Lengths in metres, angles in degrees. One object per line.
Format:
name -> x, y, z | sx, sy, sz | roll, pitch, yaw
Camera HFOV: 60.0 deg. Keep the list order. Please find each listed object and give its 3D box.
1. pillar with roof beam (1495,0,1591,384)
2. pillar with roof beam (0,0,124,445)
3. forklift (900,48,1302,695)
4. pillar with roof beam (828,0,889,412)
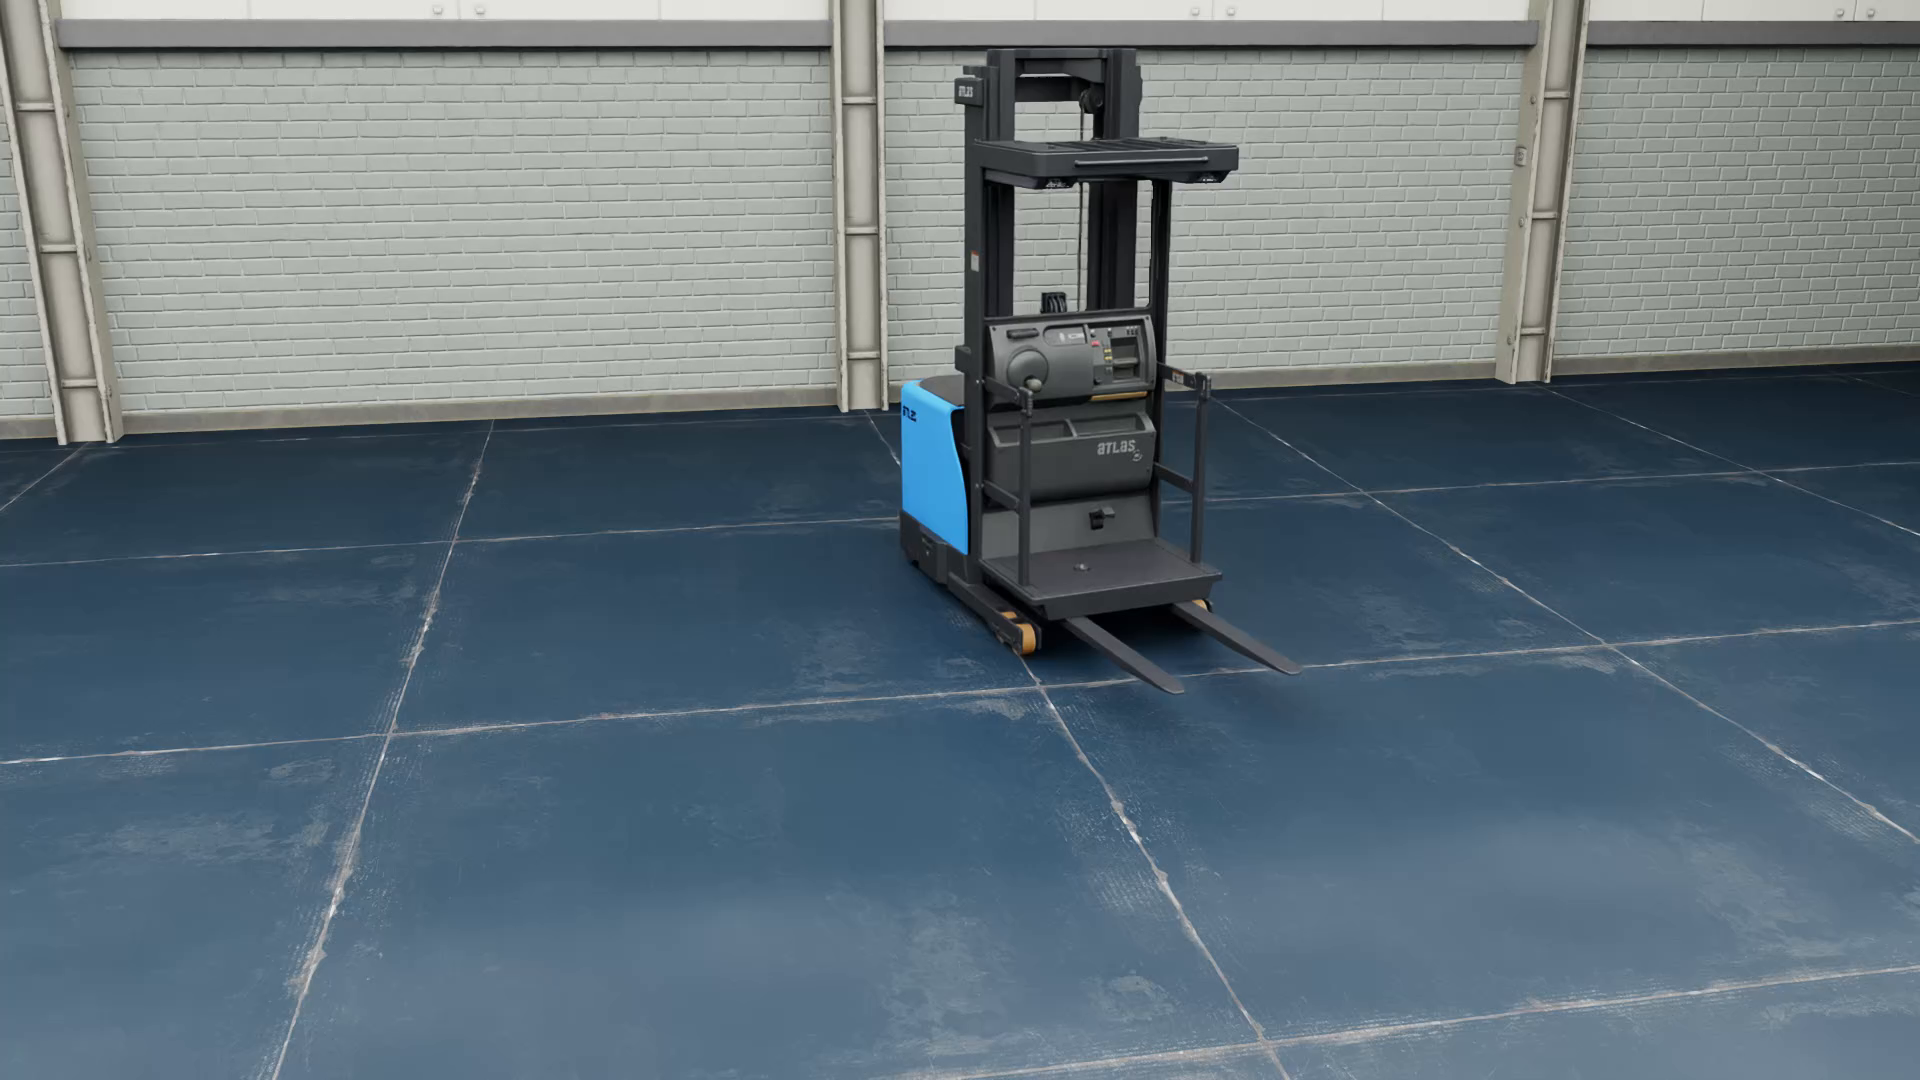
pillar with roof beam -> 5.893, -4.509, 9.666 | 0.400, 9.000, 9.100 | -3, 17, -10
pillar with roof beam -> -5.889, -3.841, 7.490 | 0.400, 9.000, 9.100 | -3, 17, -10
forklift -> 0.674, -0.957, 8.436 | 1.130, 2.935, 3.031 | -7, 18, -21
pillar with roof beam -> 0.002, -4.175, 8.578 | 0.400, 9.000, 9.100 | -3, 17, -10
